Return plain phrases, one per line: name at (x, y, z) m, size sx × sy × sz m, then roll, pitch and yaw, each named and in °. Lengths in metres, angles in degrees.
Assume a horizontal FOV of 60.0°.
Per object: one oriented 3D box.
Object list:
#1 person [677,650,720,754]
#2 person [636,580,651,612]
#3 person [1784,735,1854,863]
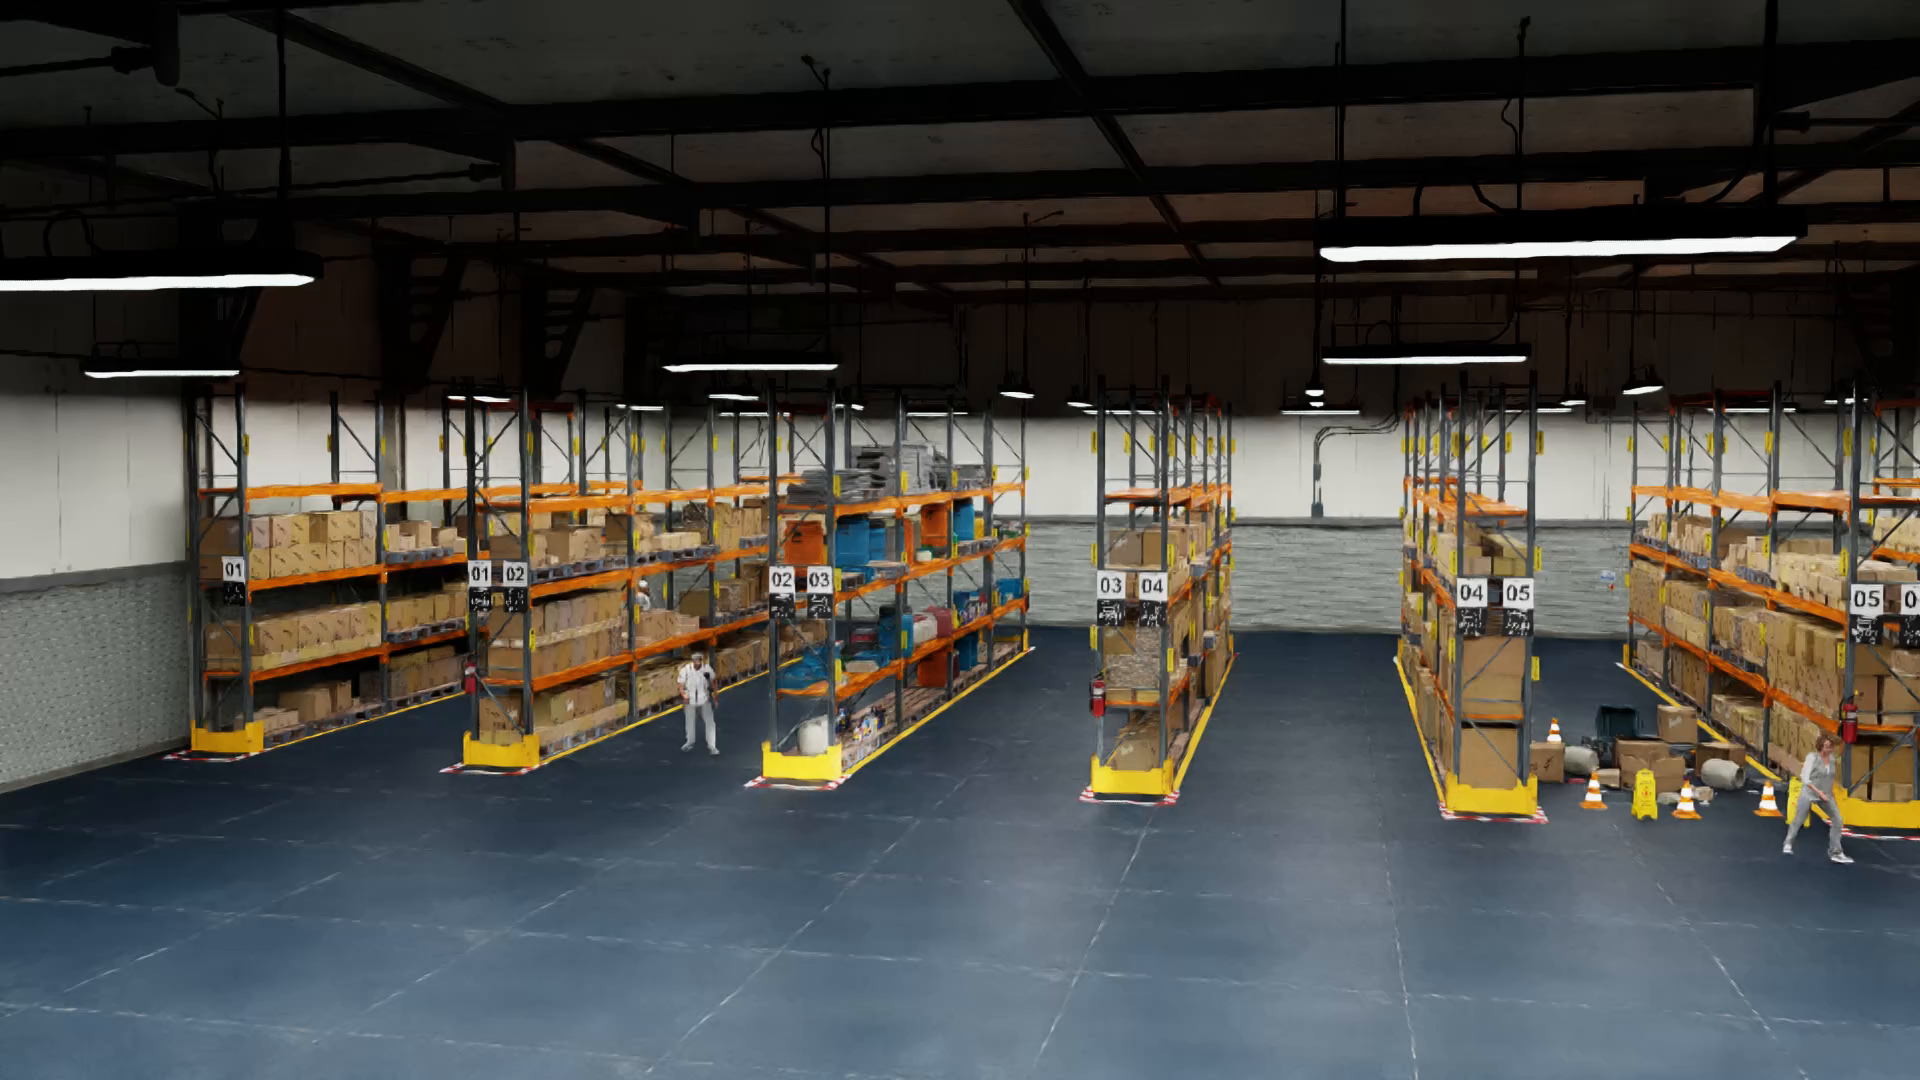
person at (-4.236, 2.604, 27.001) m, size 0.706 × 1.695 × 0.843 m, roll 0°, pitch 3°, yaw -5°
person at (-7.487, 1.844, 39.340) m, size 0.382 × 1.791 × 0.637 m, roll 0°, pitch 3°, yaw -1°
person at (10.330, 3.077, 20.054) m, size 0.561 × 1.525 × 0.788 m, roll 0°, pitch 3°, yaw -5°
